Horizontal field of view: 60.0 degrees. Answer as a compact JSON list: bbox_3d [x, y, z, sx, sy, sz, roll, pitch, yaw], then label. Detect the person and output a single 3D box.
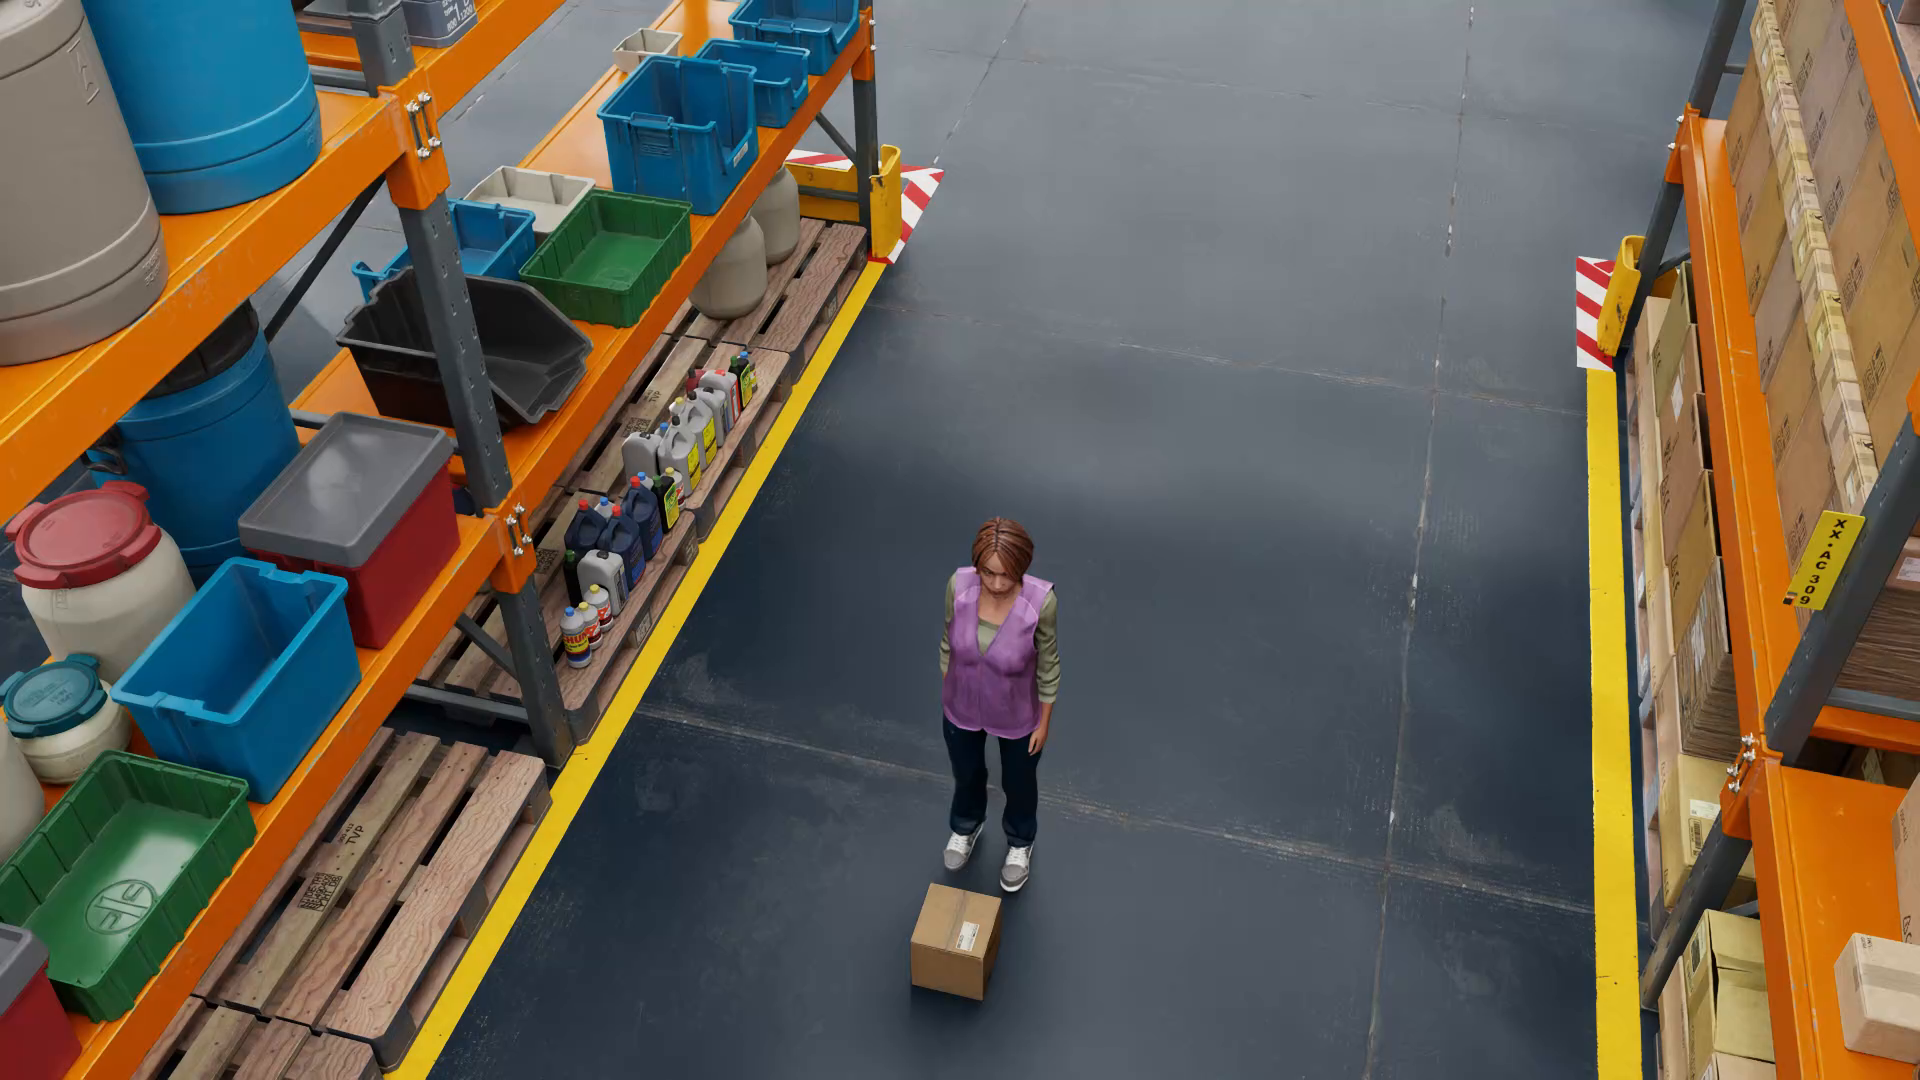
[{"bbox_3d":[0.128,0.569,5.542,0.407,1.624,0.316,11,43,12],"label":"person"}]
